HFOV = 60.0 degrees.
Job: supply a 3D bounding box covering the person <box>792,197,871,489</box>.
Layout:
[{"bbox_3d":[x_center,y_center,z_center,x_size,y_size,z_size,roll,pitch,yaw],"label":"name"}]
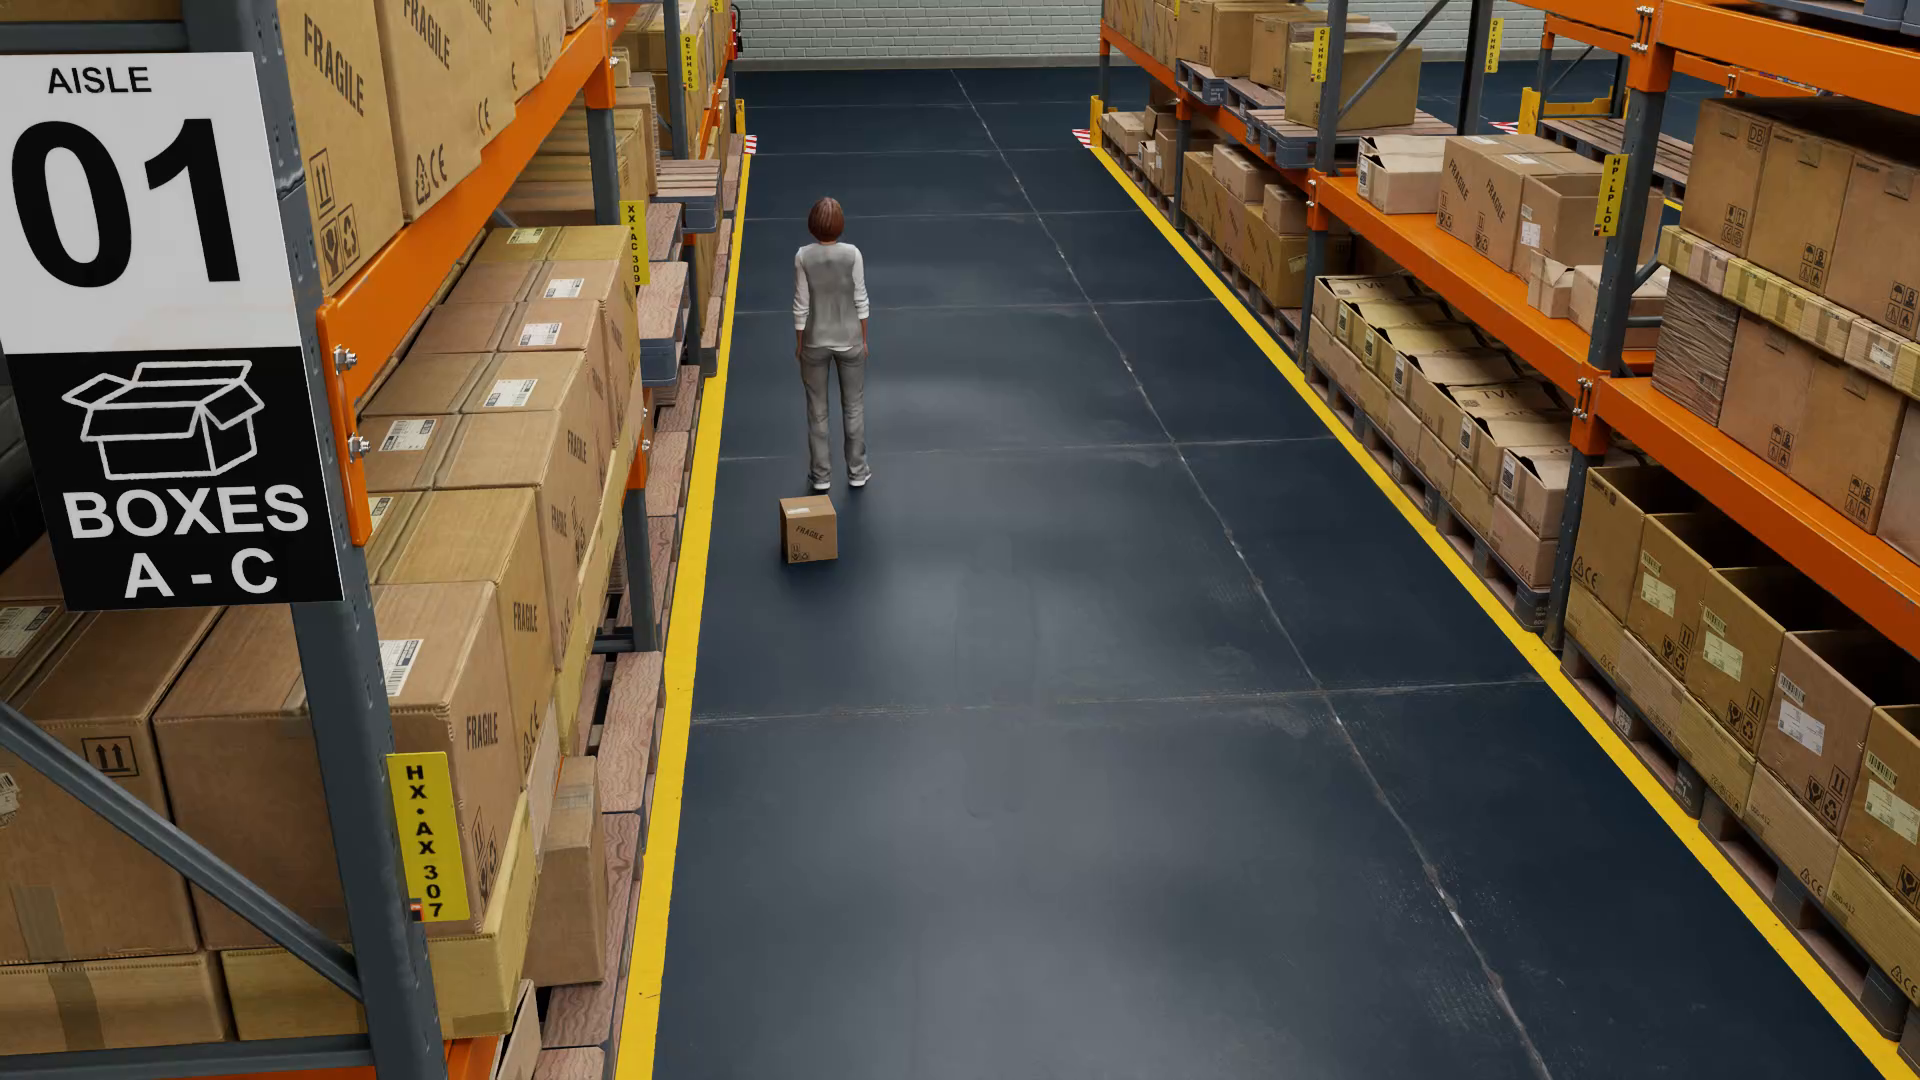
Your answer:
[{"bbox_3d":[-0.691,-1.050,8.955,0.408,1.604,0.312,-3,24,-6],"label":"person"}]
